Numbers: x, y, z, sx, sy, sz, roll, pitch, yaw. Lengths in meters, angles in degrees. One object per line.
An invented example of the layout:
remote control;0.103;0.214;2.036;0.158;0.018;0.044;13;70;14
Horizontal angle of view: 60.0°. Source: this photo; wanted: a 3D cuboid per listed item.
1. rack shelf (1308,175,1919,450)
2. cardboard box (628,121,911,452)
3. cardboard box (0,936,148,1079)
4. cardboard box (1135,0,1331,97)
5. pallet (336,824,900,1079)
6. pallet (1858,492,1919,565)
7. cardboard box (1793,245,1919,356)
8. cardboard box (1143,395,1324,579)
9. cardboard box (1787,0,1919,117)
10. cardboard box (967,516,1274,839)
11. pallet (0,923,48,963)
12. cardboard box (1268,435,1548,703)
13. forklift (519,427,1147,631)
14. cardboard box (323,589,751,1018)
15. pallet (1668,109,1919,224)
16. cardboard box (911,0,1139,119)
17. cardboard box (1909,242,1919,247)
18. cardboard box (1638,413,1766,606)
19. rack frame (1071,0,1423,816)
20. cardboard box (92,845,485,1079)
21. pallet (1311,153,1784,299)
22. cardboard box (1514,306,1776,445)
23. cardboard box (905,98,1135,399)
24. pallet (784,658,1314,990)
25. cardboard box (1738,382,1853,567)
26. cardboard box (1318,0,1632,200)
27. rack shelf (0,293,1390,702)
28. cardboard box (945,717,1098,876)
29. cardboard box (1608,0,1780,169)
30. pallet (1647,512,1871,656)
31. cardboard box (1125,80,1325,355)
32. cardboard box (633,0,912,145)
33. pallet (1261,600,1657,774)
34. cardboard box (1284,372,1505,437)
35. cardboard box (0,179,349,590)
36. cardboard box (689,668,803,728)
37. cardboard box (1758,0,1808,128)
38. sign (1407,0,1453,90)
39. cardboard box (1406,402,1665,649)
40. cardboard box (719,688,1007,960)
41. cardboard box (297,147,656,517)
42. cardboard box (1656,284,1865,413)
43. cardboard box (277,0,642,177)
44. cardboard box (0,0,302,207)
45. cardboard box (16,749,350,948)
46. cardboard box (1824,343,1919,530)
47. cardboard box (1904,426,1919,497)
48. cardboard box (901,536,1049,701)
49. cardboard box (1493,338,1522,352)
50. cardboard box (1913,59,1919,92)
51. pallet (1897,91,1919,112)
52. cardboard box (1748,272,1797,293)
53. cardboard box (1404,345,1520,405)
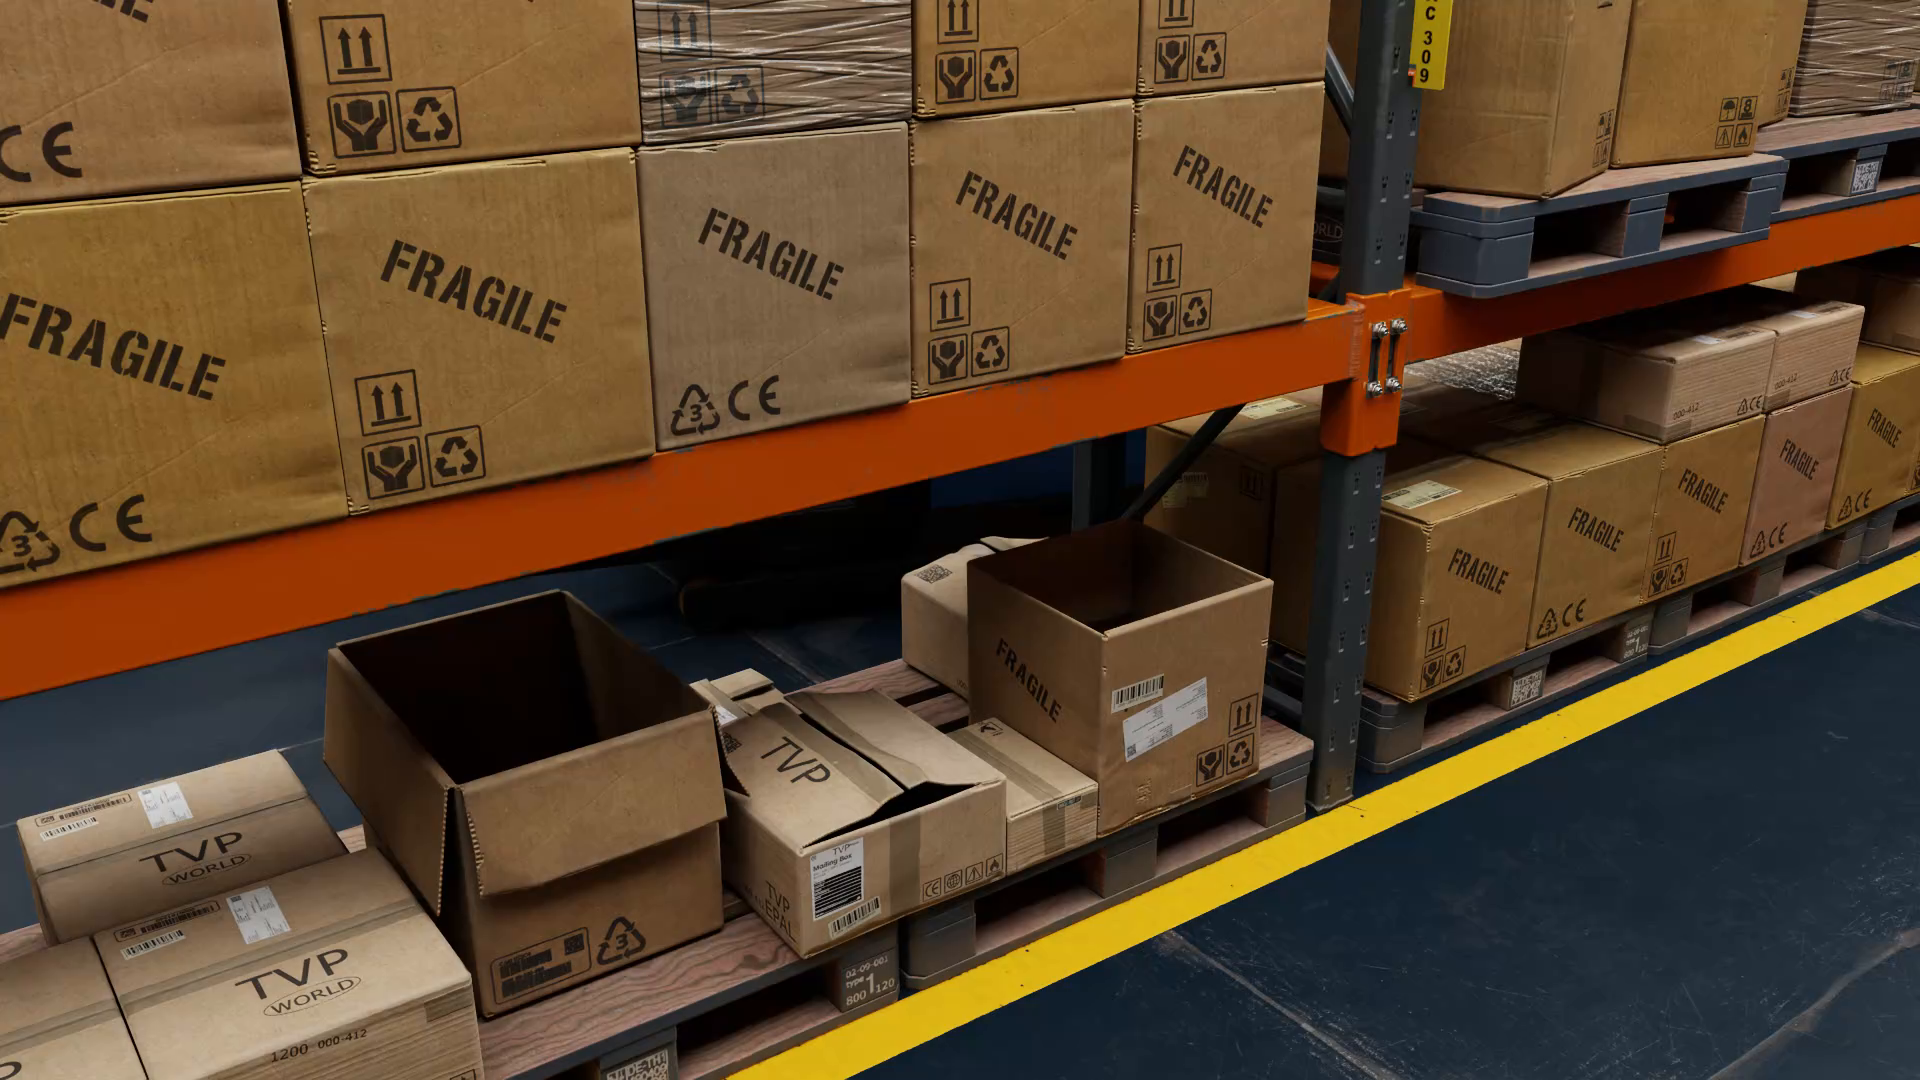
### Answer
rack shelf;2.280;-0.965;5.237;4.000;0.370;1.077;-15;26;-33
cardboard box;-0.432;-0.503;2.975;0.500;0.500;0.500;-14;26;-32
cardboard box;-1.577;0.932;2.630;0.500;0.250;0.500;-15;26;-33
cardboard box;0.398;-1.189;3.346;0.500;0.500;0.500;-15;26;-33
pallet;-0.892;0.843;3.498;1.213;0.211;1.003;-15;26;-33
pallet;3.276;-0.286;6.329;1.213;0.211;1.003;-15;26;-33
cardboard box;3.239;-0.837;5.713;0.500;0.250;0.500;-14;26;-31
cardboard box;0.890;-0.102;4.884;0.500;0.500;0.500;-15;26;-33
cardboard box;2.605;-1.662;5.314;0.500;0.500;0.700;-10;24;-23
cardboard box;0.360;0.299;3.878;0.500;0.500;0.500;-15;26;-33
pallet;-1.882;1.106;2.841;1.213;0.211;1.003;-15;26;-33
cardboard box;1.192;0.059;4.479;0.500;0.500;0.500;-16;27;-35
forklift;-0.682;-1.298;5.194;3.031;2.935;1.130;-7;23;-17
cardboard box;-0.865;0.497;3.377;0.637;0.503;0.797;-15;26;-33
pallet;2.328;-1.220;5.166;1.213;0.211;1.003;-15;26;-33
cardboard box;-0.017;-1.078;3.066;0.500;0.500;0.500;-16;27;-34
cardboard box;4.185;-1.098;6.986;0.500;0.311;0.500;-14;26;-31
cardboard box;2.028;-0.165;5.043;0.500;0.500;0.500;-15;26;-32
rack frame;0.657;-0.866;4.019;0.127;3.000;1.000;-15;26;-33
cardboard box;-1.171;0.824;2.901;0.500;0.250;0.500;-15;26;-33
pallet;1.369;-0.917;4.406;1.213;0.211;1.003;-15;26;-33
cardboard box;2.004;-0.505;4.883;0.500;0.250;0.500;-15;26;-33
cardboard box;-0.017;-0.615;3.255;0.500;0.500;0.500;-14;26;-31
pallet;0.099;0.578;4.164;1.213;0.211;1.003;-15;26;-33
cardboard box;2.439;-0.275;5.316;0.500;0.500;0.500;-16;27;-35
cardboard box;1.172;-1.143;4.011;0.700;0.500;0.500;14;26;32
rack shelf;-0.966;-0.099;3.067;4.000;0.370;1.077;-15;26;-33
cardboard box;0.091;0.562;3.694;0.250;0.149;0.380;-15;26;-33
cardboard box;1.693;-1.311;4.432;0.500;0.500;0.700;-10;24;-25
pallet;2.286;-0.024;5.671;1.213;0.211;1.003;-15;26;-33
cardboard box;0.401;-0.727;3.536;0.500;0.500;0.500;-14;26;-32
cardboard box;-0.426;-0.969;2.793;0.500;0.500;0.500;-15;26;-32
pallet;1.295;0.242;5.006;1.213;0.211;1.003;-15;26;-33
cardboard box;1.296;-0.207;5.146;0.500;0.500;0.500;-15;26;-33
cardboard box;-1.251;-0.284;2.427;0.500;0.500;0.500;-15;26;-33
cardboard box;-0.506;0.462;3.921;0.250;0.166;0.380;-15;26;-33
cardboard box;2.055;-1.508;4.927;0.700;0.500;0.500;17;27;36
sign;0.980;-1.106;3.454;0.005;0.325;0.100;-15;26;-33
cardboard box;1.618;-0.059;4.777;0.500;0.500;0.500;-14;26;-32
cardboard box;-0.249;0.550;3.506;0.500;0.311;0.500;-15;26;-33
cardboard box;-0.844;-0.392;2.696;0.500;0.500;0.500;-15;26;-32
cardboard box;2.411;-0.614;5.155;0.500;0.250;0.500;-16;26;-34
cardboard box;-0.835;-0.860;2.520;0.500;0.500;0.500;-15;26;-33
cardboard box;-1.247;-0.750;2.244;0.500;0.500;0.500;-15;26;-32
cardboard box;-1.504;0.684;3.251;0.500;0.250;0.500;-15;26;-33
cardboard box;2.862;-0.390;5.606;0.500;0.500;0.500;-16;27;-35
cardboard box;3.282;-0.502;5.886;0.500;0.500;0.500;-14;26;-31
cardboard box;0.190;0.204;4.371;0.500;0.311;0.500;-15;26;-33
cardboard box;2.115;-0.426;5.696;0.500;0.500;0.500;-16;27;-35
cardboard box;3.459;-1.803;5.666;0.700;0.500;0.500;14;26;32
pallet;3.395;-1.475;5.804;1.003;0.211;1.213;-15;26;-33
cardboard box;3.368;-0.762;6.539;0.500;0.500;0.500;-14;26;-31
cardboard box;1.704;-0.315;5.418;0.500;0.500;0.500;-15;26;-32
